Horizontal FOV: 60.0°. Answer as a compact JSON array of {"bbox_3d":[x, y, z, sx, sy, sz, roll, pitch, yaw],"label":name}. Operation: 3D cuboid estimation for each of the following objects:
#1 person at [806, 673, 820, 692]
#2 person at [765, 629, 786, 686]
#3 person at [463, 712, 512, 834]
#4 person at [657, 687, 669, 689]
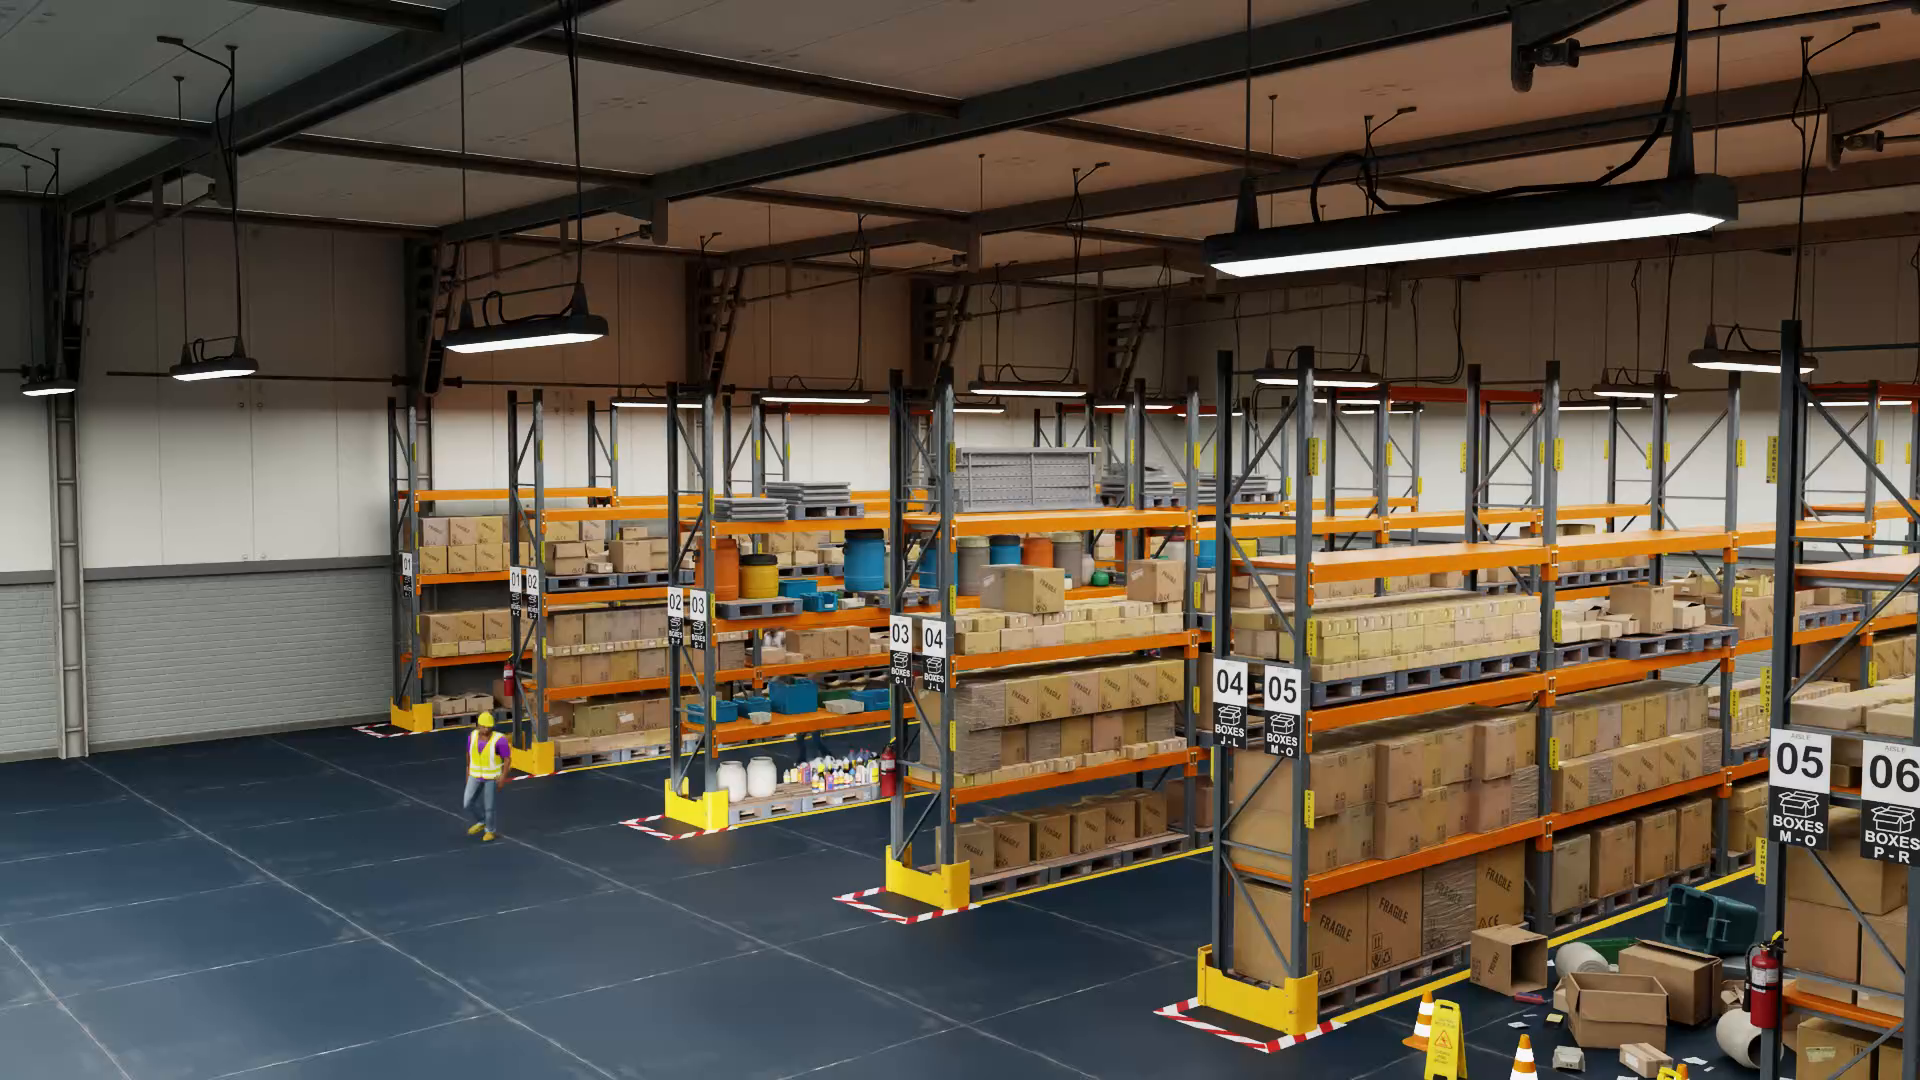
[{"bbox_3d":[-2.286,2.461,25.934,0.499,0.811,0.510,-2,4,-34],"label":"person"},{"bbox_3d":[-3.570,2.356,32.870,0.446,1.671,0.715,2,4,25],"label":"person"},{"bbox_3d":[-6.119,3.019,21.457,0.720,1.656,0.617,0,3,6],"label":"person"},{"bbox_3d":[-5.325,2.569,29.800,0.581,1.565,0.598,3,4,40],"label":"person"}]
